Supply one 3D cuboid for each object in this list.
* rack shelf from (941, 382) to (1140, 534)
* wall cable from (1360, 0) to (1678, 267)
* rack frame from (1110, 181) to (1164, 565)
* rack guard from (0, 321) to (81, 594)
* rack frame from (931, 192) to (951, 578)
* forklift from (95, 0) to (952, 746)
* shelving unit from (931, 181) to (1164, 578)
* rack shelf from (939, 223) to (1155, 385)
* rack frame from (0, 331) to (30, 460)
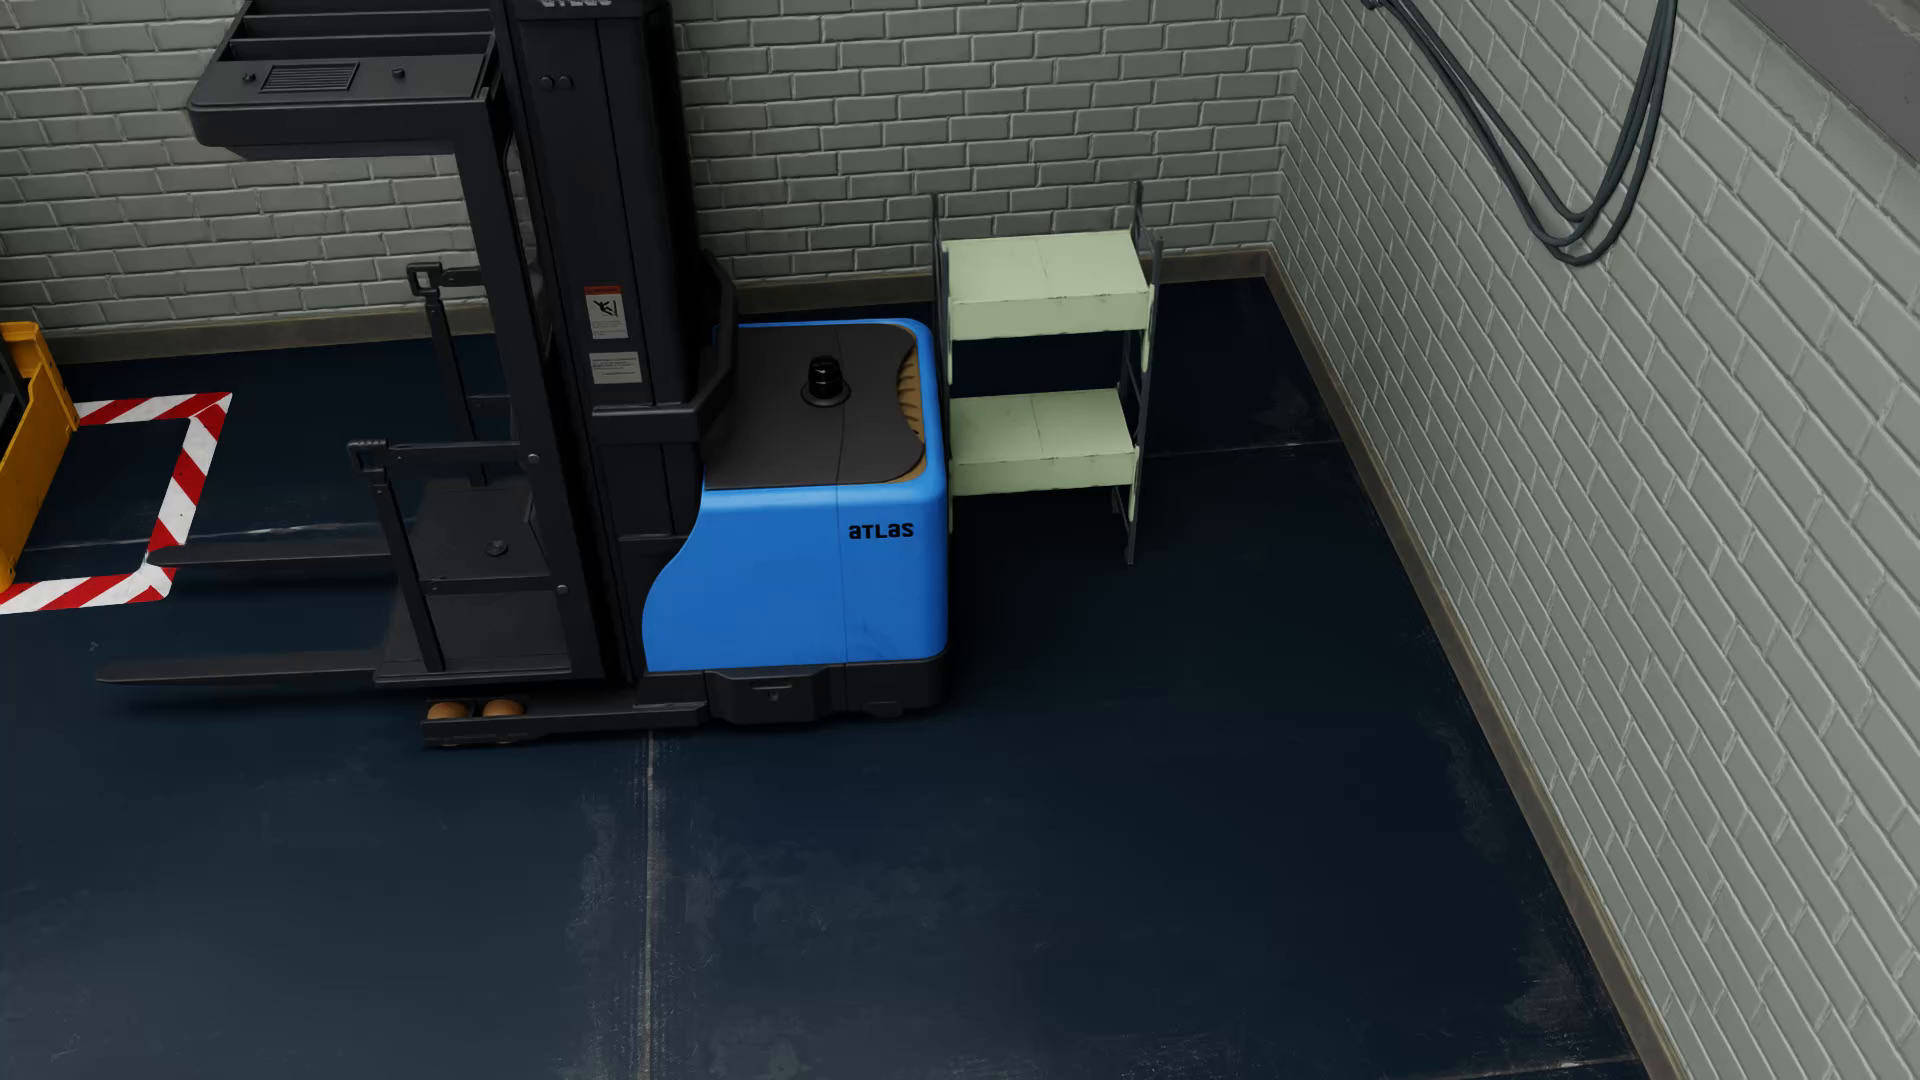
[{"bbox_3d":[0.295,-0.322,6.474,0.720,0.370,0.431,-4,42,-4],"label":"rack shelf"},{"bbox_3d":[1.653,-2.596,5.228,0.112,2.526,3.097,-5,42,-6],"label":"wall cable"},{"bbox_3d":[0.659,-0.590,6.284,0.023,1.500,0.400,-4,42,-4],"label":"rack frame"},{"bbox_3d":[-3.977,-0.341,6.755,0.348,0.500,1.175,-5,42,-6],"label":"rack guard"},{"bbox_3d":[-0.069,-0.539,6.227,0.023,1.500,0.400,-4,42,-4],"label":"rack frame"},{"bbox_3d":[-1.569,-0.721,5.361,3.031,2.935,1.130,-3,42,-3],"label":"forklift"},{"bbox_3d":[0.295,-0.564,6.256,0.755,1.500,0.431,-4,42,-4],"label":"shelving unit"},{"bbox_3d":[0.295,-0.854,5.995,0.720,0.370,0.431,-4,42,-4],"label":"rack shelf"},{"bbox_3d":[-4.001,-1.267,5.915,0.127,3.000,1.000,-5,42,-6],"label":"rack frame"}]
